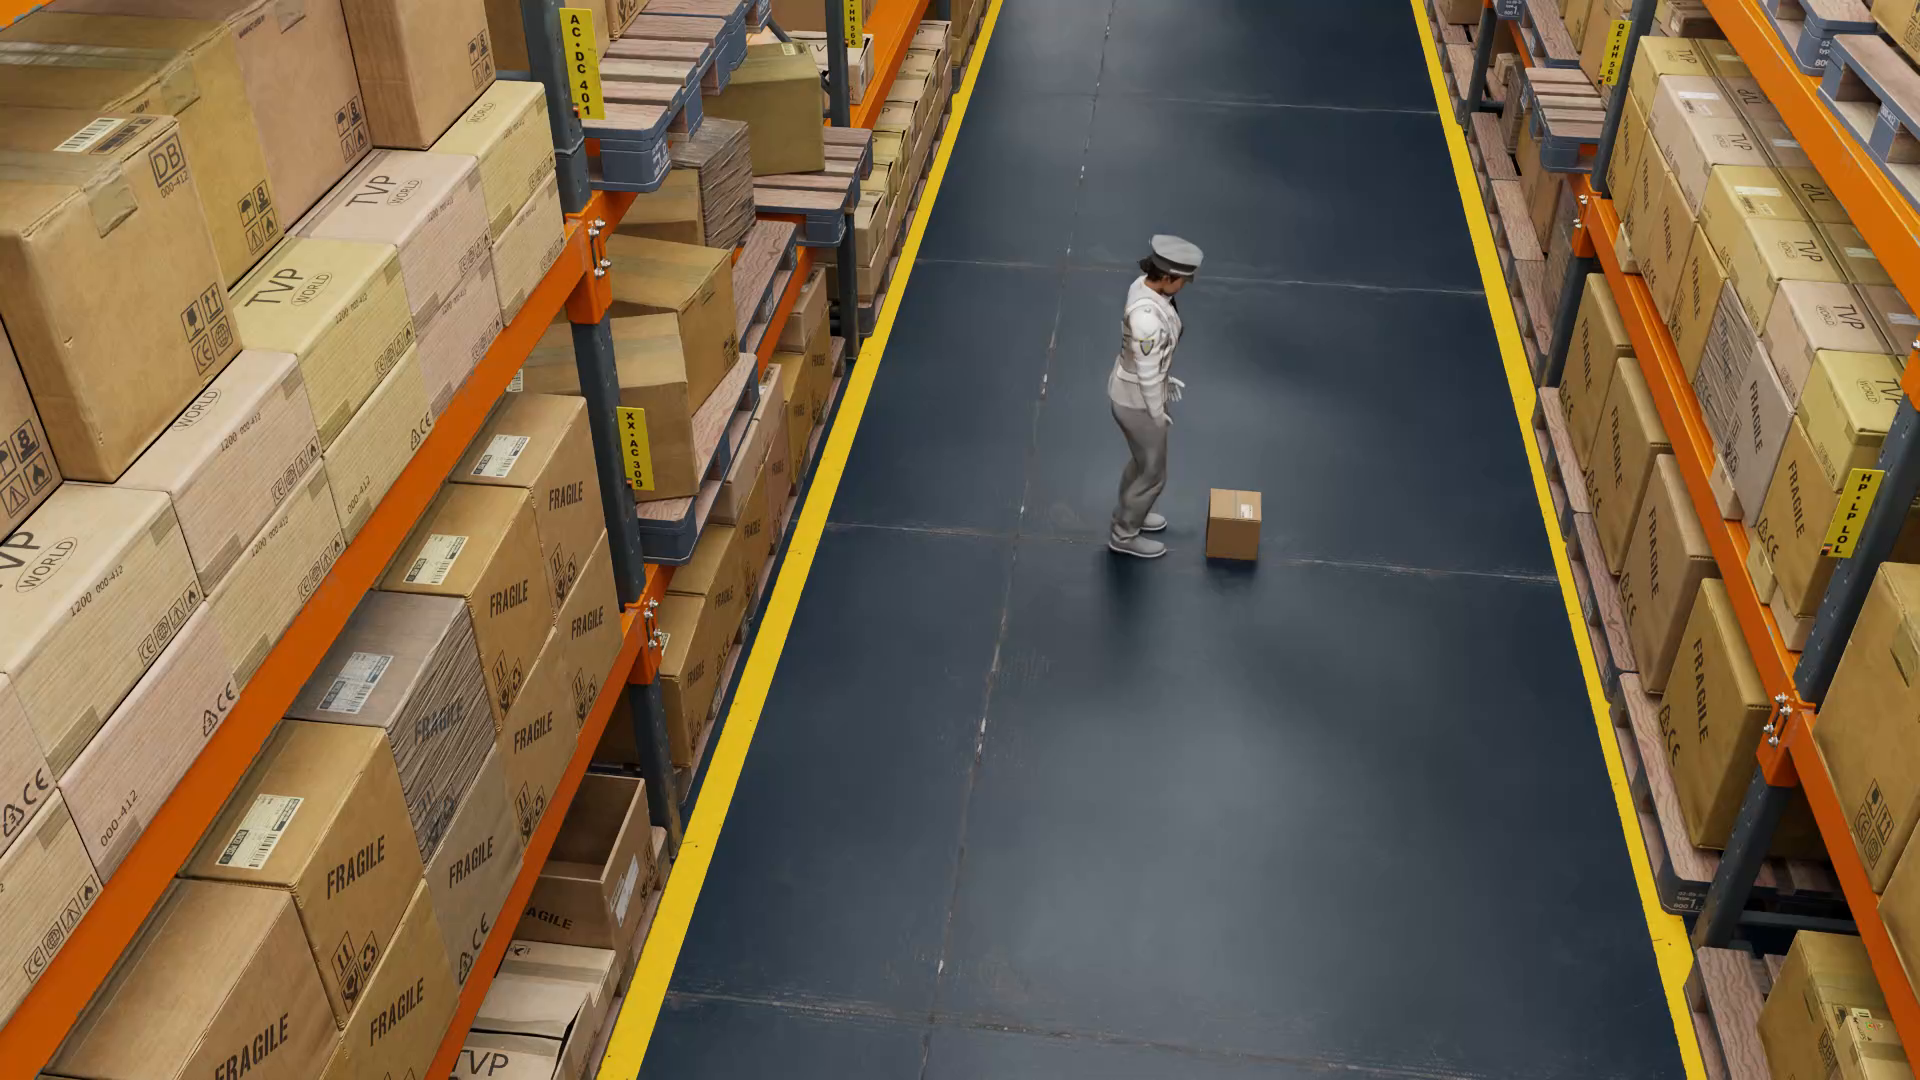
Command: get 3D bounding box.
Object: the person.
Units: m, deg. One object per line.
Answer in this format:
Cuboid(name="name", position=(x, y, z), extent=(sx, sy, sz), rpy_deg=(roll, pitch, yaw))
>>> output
Cuboid(name="person", position=(0.908, -0.688, 7.998), extent=(0.396, 1.648, 0.488), rpy_deg=(5, 37, 7))
